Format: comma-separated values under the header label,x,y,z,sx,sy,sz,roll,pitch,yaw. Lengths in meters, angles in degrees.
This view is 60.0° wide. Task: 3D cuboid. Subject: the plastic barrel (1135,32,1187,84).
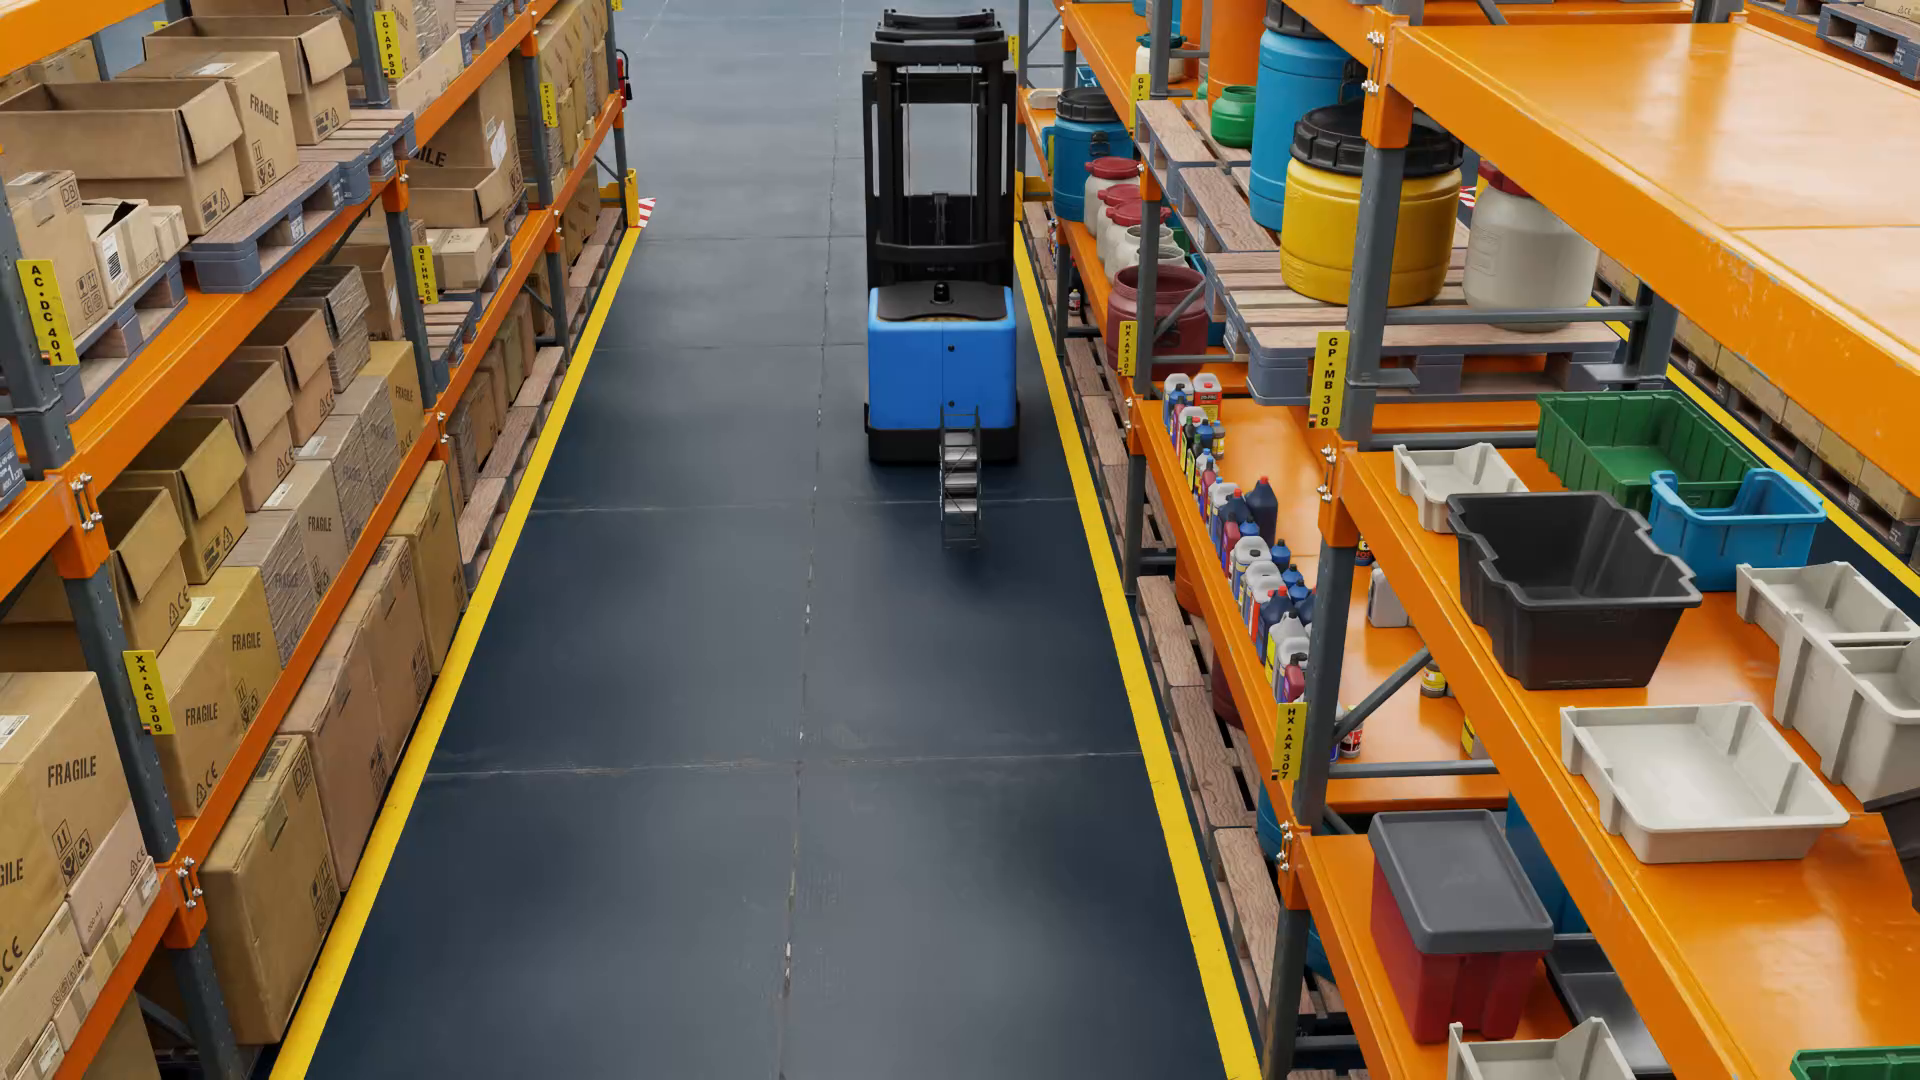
label,x,y,z,sx,sy,sz,roll,pitch,yaw
plastic barrel,1.197,-2.877,9.927,0.301,0.262,0.301,0,28,0

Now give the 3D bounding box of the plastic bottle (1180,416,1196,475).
label,x,y,z,sx,sy,sz,roll,pitch,yaw
plastic bottle,1.181,-0.490,8.572,0.061,0.283,0.133,-1,28,-3

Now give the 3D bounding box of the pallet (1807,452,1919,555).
label,x,y,z,sx,sy,sz,roll,pitch,yaw
pallet,6.439,-0.289,11.076,1.003,0.211,1.213,-1,28,-3

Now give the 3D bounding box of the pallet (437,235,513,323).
label,x,y,z,sx,sy,sz,roll,pitch,yaw
pallet,-3.594,-1.735,11.040,1.003,0.211,1.213,-1,28,-3

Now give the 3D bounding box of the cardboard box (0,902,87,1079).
label,x,y,z,sx,sy,sz,roll,pitch,yaw
cardboard box,-2.927,1.312,4.832,0.500,0.250,0.500,-1,28,-1

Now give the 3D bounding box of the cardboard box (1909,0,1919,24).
label,x,y,z,sx,sy,sz,roll,pitch,yaw
cardboard box,6.299,-3.308,10.313,0.500,0.250,0.500,-2,28,-4

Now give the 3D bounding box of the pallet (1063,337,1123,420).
label,x,y,z,sx,sy,sz,roll,pitch,yaw
pallet,1.367,-1.275,12.967,1.003,0.211,1.213,-1,28,-3

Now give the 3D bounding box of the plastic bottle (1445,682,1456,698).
label,x,y,z,sx,sy,sz,roll,pitch,yaw
plastic bottle,2.042,0.484,6.712,0.152,0.276,0.135,-1,28,-3

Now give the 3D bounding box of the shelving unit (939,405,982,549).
label,x,y,z,sx,sy,sz,roll,pitch,yaw
shelving unit,0.000,-0.395,10.535,0.258,0.900,0.210,-1,28,-3

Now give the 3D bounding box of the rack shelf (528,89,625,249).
label,x,y,z,sx,sy,sz,roll,pitch,yaw
rack shelf,-3.763,-3.359,14.724,1.077,0.370,4.000,-1,28,-3

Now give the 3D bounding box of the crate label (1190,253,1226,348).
label,x,y,z,sx,sy,sz,roll,pitch,yaw
crate label,1.714,-1.507,10.358,0.502,0.435,0.616,-1,28,-3

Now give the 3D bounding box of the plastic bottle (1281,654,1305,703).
label,x,y,z,sx,sy,sz,roll,pitch,yaw
plastic bottle,1.304,0.593,6.496,0.061,0.283,0.133,-1,28,-3

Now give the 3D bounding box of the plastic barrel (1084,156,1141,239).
label,x,y,z,sx,sy,sz,roll,pitch,yaw
plastic barrel,1.118,-2.487,12.127,0.433,0.535,0.433,0,28,0

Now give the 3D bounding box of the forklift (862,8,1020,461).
label,x,y,z,sx,sy,sz,roll,pitch,yaw
forklift,-0.152,-2.494,12.362,1.130,2.935,3.031,-1,28,-1

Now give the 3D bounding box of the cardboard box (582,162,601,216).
label,x,y,z,sx,sy,sz,roll,pitch,yaw
cardboard box,-3.852,-3.390,16.255,0.500,0.500,0.500,4,28,7

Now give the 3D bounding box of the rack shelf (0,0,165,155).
label,x,y,z,sx,sy,sz,roll,pitch,yaw
rack shelf,-3.346,-2.147,6.345,1.077,0.370,4.000,-1,28,-3

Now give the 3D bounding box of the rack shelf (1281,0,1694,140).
label,x,y,z,sx,sy,sz,roll,pitch,yaw
rack shelf,1.601,-2.266,6.575,1.077,0.370,4.000,-1,28,-3

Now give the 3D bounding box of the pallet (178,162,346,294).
label,x,y,z,sx,sy,sz,roll,pitch,yaw
pallet,-3.302,-1.340,7.037,1.003,0.211,1.213,0,28,0

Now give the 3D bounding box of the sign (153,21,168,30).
label,x,y,z,sx,sy,sz,roll,pitch,yaw
sign,-3.992,-2.454,8.408,0.100,0.325,0.005,-1,28,-3

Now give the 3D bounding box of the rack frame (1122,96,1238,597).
label,x,y,z,sx,sy,sz,roll,pitch,yaw
rack frame,1.496,-1.026,9.474,1.000,3.000,0.127,-1,28,-3

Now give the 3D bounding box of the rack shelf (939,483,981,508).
label,x,y,z,sx,sy,sz,roll,pitch,yaw
rack shelf,0.000,-0.286,10.592,0.258,0.077,0.200,-1,28,-3

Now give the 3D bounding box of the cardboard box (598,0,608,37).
label,x,y,z,sx,sy,sz,roll,pitch,yaw
cardboard box,-3.592,-4.973,15.529,0.500,0.500,0.500,-1,28,-3

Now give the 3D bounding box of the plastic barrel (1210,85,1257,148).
label,x,y,z,sx,sy,sz,roll,pitch,yaw
plastic barrel,1.322,-1.979,7.770,0.294,0.245,0.294,0,28,0

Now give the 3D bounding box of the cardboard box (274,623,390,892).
label,x,y,z,sx,sy,sz,roll,pitch,yaw
cardboard box,-3.342,0.989,7.454,1.225,0.875,0.875,-2,28,-4

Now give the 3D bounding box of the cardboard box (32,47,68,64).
label,x,y,z,sx,sy,sz,roll,pitch,yaw
cardboard box,-8.725,-4.649,15.091,0.875,0.550,0.550,-1,28,-3

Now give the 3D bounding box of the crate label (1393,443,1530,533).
label,x,y,z,sx,sy,sz,roll,pitch,yaw
crate label,1.442,-0.159,4.853,0.293,0.136,0.466,-1,28,-3

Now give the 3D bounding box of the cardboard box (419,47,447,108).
label,x,y,z,sx,sy,sz,roll,pitch,yaw
cardboard box,-3.247,-2.630,9.468,0.500,0.250,0.500,-1,28,-1

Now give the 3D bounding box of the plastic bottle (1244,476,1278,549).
label,x,y,z,sx,sy,sz,roll,pitch,yaw
plastic bottle,1.418,-0.148,7.844,0.144,0.351,0.185,-1,28,-3

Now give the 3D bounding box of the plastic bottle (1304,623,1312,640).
label,x,y,z,sx,sy,sz,roll,pitch,yaw
plastic bottle,1.474,0.423,6.749,0.144,0.351,0.185,-1,28,-3

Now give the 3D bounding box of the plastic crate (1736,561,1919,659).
label,x,y,z,sx,sy,sz,roll,pitch,yaw
plastic crate,2.151,0.186,4.191,0.293,0.136,0.466,-1,28,-3

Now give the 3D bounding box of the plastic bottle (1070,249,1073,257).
label,x,y,z,sx,sy,sz,roll,pitch,yaw
plastic bottle,0.939,-2.422,14.539,0.144,0.351,0.185,-2,28,-3

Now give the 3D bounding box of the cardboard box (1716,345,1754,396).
label,x,y,z,sx,sy,sz,roll,pitch,yaw
cardboard box,6.063,-1.291,12.501,0.500,0.250,0.500,-2,28,-4

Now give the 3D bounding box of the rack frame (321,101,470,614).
label,x,y,z,sx,sy,sz,roll,pitch,yaw
rack frame,-3.450,-0.907,9.245,1.000,3.000,0.127,-1,28,-3

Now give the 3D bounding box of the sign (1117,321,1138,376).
label,x,y,z,sx,sy,sz,roll,pitch,yaw
sign,0.947,-1.082,9.404,0.100,0.325,0.005,-1,28,-3

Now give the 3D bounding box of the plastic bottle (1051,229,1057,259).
label,x,y,z,sx,sy,sz,roll,pitch,yaw
plastic bottle,0.880,-2.703,15.163,0.097,0.271,0.097,0,28,0

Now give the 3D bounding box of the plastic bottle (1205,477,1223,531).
label,x,y,z,sx,sy,sz,roll,pitch,yaw
plastic bottle,1.235,-0.174,7.979,0.097,0.271,0.097,0,28,0

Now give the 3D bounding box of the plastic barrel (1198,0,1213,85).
label,x,y,z,sx,sy,sz,roll,pitch,yaw
plastic barrel,1.670,-2.963,9.402,0.600,0.901,0.600,0,28,0

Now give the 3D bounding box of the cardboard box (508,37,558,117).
label,x,y,z,sx,sy,sz,roll,pitch,yaw
cardboard box,-3.429,-3.587,12.873,0.500,0.500,0.500,-1,28,-3

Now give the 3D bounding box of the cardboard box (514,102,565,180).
label,x,y,z,sx,sy,sz,roll,pitch,yaw
cardboard box,-3.621,-3.139,13.096,0.875,0.500,0.500,-1,28,-3

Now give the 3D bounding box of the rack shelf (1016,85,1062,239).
label,x,y,z,sx,sy,sz,roll,pitch,yaw
rack shelf,1.183,-3.478,14.953,1.077,0.370,4.000,-1,28,-3

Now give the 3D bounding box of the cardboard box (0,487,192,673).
label,x,y,z,sx,sy,sz,roll,pitch,yaw
cardboard box,-3.283,0.157,6.013,0.797,0.503,0.637,-2,28,-4

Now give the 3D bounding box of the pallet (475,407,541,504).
label,x,y,z,sx,sy,sz,roll,pitch,yaw
pallet,-3.550,-0.593,11.659,1.003,0.211,1.213,-1,28,-3

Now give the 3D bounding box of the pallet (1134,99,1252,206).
label,x,y,z,sx,sy,sz,roll,pitch,yaw
pallet,1.438,-1.917,8.142,1.003,0.211,1.213,-1,28,-3

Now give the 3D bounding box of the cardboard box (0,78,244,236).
label,x,y,z,sx,sy,sz,roll,pitch,yaw
cardboard box,-3.322,-1.526,6.622,0.797,0.503,0.637,-2,28,-3

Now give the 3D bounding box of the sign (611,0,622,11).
label,x,y,z,sx,sy,sz,roll,pitch,yaw
sign,-3.313,-5.259,15.995,0.100,0.325,0.005,-1,28,-3

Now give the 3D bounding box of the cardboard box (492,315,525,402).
label,x,y,z,sx,sy,sz,roll,pitch,yaw
cardboard box,-3.642,-1.336,12.295,0.700,0.500,0.500,-2,28,-3

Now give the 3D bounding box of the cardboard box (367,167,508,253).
label,x,y,z,sx,sy,sz,roll,pitch,yaw
cardboard box,-3.476,-2.188,11.135,0.797,0.503,0.637,1,28,3

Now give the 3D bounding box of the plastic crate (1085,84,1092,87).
label,x,y,z,sx,sy,sz,roll,pitch,yaw
plastic crate,1.432,-4.131,15.587,0.499,0.251,0.408,-1,28,-3

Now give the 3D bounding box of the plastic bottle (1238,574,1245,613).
label,x,y,z,sx,sy,sz,roll,pitch,yaw
plastic bottle,1.276,0.218,7.303,0.097,0.201,0.097,0,28,0

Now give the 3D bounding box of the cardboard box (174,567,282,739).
label,x,y,z,sx,sy,sz,roll,pitch,yaw
cardboard box,-3.043,0.446,6.544,0.500,0.500,0.500,-1,28,-3

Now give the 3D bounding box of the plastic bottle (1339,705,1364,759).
label,x,y,z,sx,sy,sz,roll,pitch,yaw
plastic bottle,1.485,0.723,6.334,0.097,0.201,0.097,0,28,0
